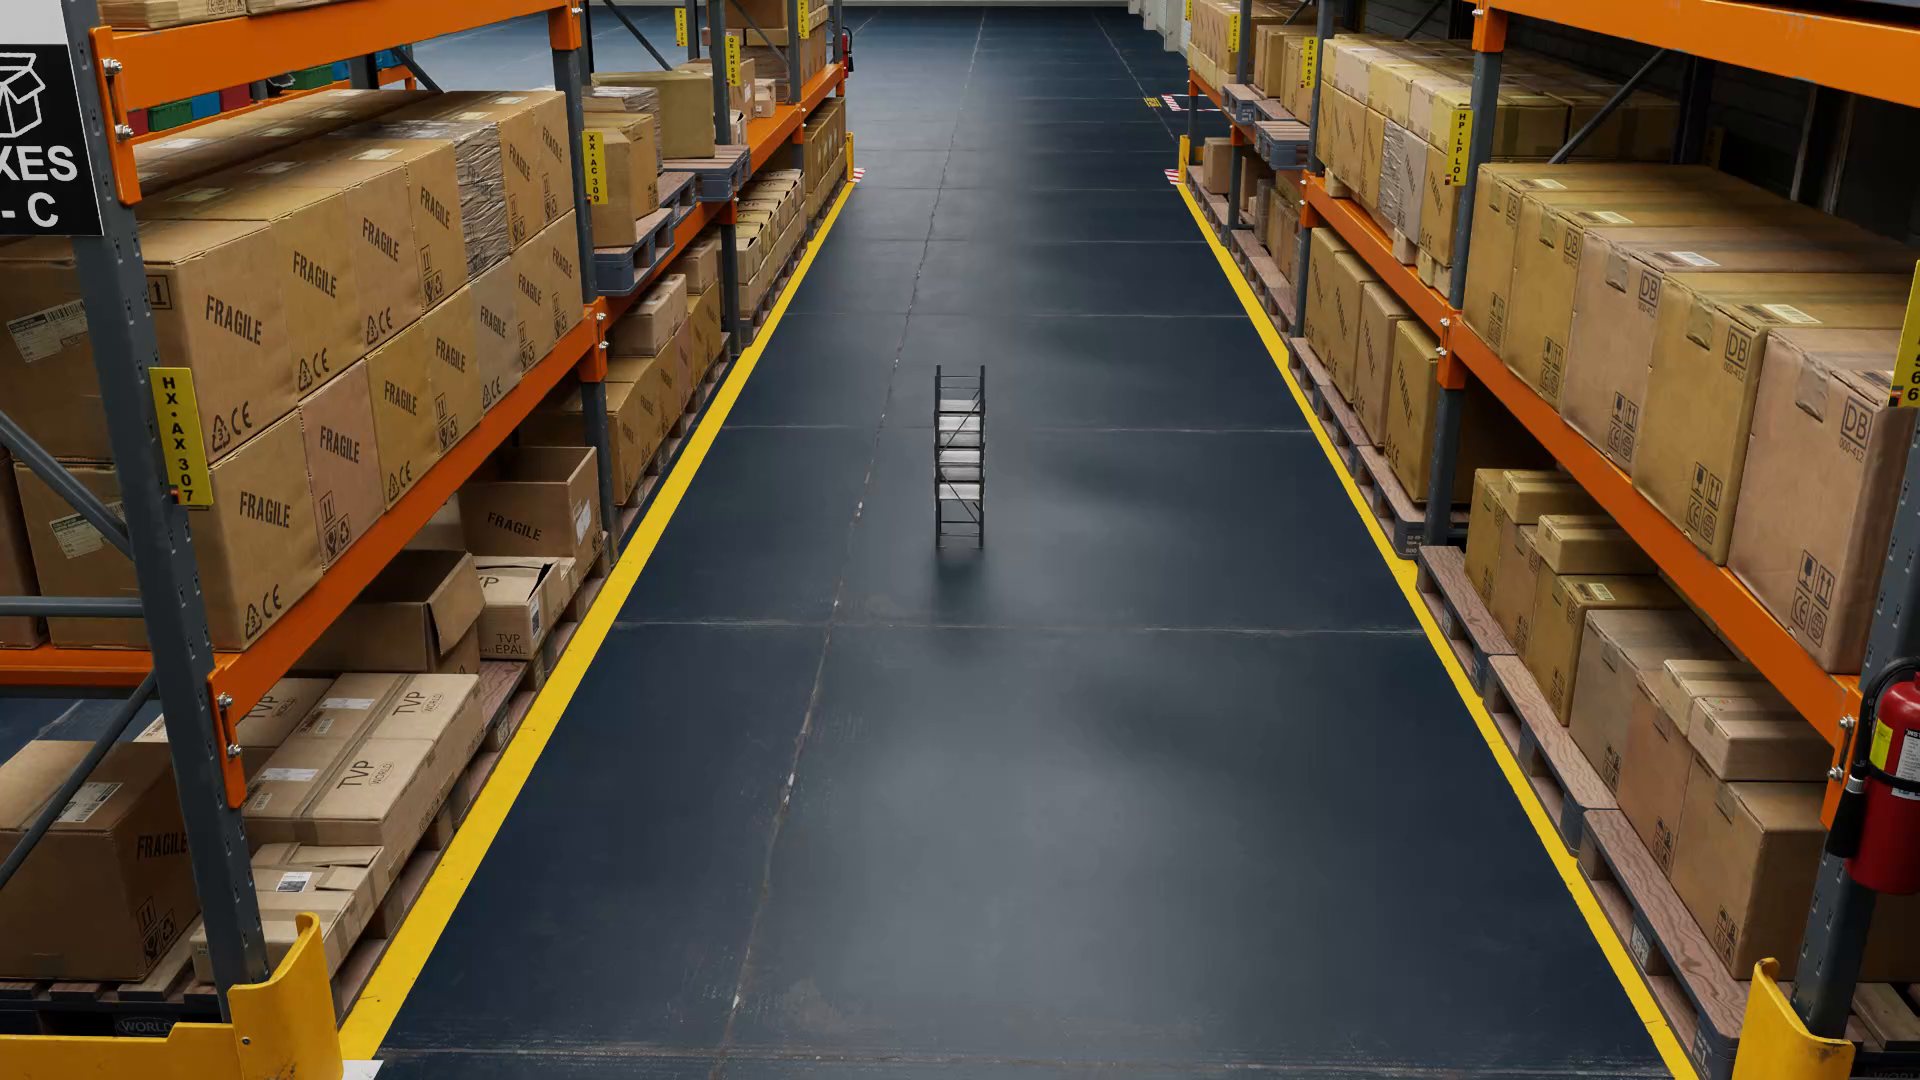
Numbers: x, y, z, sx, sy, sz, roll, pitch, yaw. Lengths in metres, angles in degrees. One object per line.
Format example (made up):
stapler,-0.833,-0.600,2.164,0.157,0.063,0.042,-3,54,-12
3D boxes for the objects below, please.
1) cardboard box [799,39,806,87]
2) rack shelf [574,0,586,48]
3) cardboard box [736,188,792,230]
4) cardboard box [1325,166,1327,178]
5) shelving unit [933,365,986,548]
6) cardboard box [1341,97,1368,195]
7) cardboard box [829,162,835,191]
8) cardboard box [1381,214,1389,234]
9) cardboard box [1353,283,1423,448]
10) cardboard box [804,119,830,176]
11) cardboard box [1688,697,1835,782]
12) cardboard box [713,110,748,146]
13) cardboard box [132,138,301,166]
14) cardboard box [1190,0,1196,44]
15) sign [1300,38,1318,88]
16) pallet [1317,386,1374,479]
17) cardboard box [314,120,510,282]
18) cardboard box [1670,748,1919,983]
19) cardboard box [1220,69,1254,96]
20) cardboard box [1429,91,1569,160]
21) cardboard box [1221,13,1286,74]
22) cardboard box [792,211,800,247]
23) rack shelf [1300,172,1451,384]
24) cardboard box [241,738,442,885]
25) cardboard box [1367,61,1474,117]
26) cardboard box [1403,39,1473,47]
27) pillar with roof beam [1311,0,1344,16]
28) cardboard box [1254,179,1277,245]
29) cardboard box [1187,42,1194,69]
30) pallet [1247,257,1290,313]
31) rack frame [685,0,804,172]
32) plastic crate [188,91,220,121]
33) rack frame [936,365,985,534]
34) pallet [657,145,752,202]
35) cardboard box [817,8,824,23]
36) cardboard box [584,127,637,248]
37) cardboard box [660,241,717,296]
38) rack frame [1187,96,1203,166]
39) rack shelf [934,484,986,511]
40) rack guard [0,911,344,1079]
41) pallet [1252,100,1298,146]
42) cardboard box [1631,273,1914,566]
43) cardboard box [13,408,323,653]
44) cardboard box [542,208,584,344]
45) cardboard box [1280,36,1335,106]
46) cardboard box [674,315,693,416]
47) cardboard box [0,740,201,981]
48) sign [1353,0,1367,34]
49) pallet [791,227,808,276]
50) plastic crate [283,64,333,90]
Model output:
cardboard box,-1.918,-4.754,16.497,0.700,0.500,0.500,1,21,2
rack shelf,-2.137,-3.069,9.138,1.077,0.370,4.000,1,21,2
cardboard box,-1.707,-2.832,14.127,0.500,0.311,0.500,1,21,1
cardboard box,2.634,-2.451,11.019,0.380,0.149,0.250,0,21,1
shelving unit,0.000,-0.417,8.359,0.258,0.900,0.210,1,21,2
cardboard box,2.564,-2.329,9.807,0.500,0.500,0.500,1,21,1
cardboard box,-1.587,-3.795,17.385,0.500,0.250,0.500,1,21,2
cardboard box,2.583,-1.802,9.345,0.380,0.149,0.250,1,21,3
cardboard box,2.668,-0.981,9.301,0.750,0.750,0.750,1,21,3
cardboard box,-1.597,-3.964,16.783,0.500,0.500,0.500,1,21,2
cardboard box,2.375,0.582,4.862,0.380,0.149,0.250,0,21,1
cardboard box,-1.855,-3.008,12.259,0.500,0.311,0.500,0,21,1
cardboard box,-2.539,-1.069,5.616,0.500,0.500,0.500,1,21,3
cardboard box,2.804,-5.688,18.184,0.500,0.500,0.500,1,21,2
sign,2.333,-3.181,11.089,0.100,0.325,0.005,1,21,2
pallet,2.736,-0.651,9.916,1.003,0.211,1.213,1,21,2
cardboard box,-1.983,-1.242,6.063,0.500,0.500,0.500,1,21,2
cardboard box,2.554,0.932,4.854,0.700,0.500,0.500,1,21,2
cardboard box,2.709,-4.236,15.479,0.500,0.250,0.500,1,21,2
cardboard box,2.512,-1.945,7.782,0.500,0.250,0.500,1,21,3
cardboard box,2.703,-4.585,15.342,0.500,0.500,0.500,1,21,1
cardboard box,-1.694,-2.753,14.698,0.500,0.250,0.500,0,21,1
rack shelf,2.815,-1.617,9.544,1.077,0.370,4.000,1,21,2
cardboard box,-2.004,0.866,5.342,0.500,0.250,0.500,1,21,2
cardboard box,2.568,-2.499,9.208,0.500,0.250,0.500,0,21,1
cardboard box,3.121,-3.053,10.637,0.500,0.250,0.500,1,21,3
pillar with roof beam,-0.341,-8.150,17.093,9.100,9.000,0.400,1,21,2
cardboard box,2.991,-2.895,14.691,0.700,0.500,0.500,1,21,3
cardboard box,2.787,-5.334,18.310,0.500,0.250,0.500,0,21,0
pallet,2.941,-2.098,13.644,1.003,0.211,1.213,1,21,2
rack frame,-1.954,-4.175,15.142,1.000,3.000,0.127,1,21,2
plastic crate,-6.628,-3.821,14.252,0.392,0.384,0.575,1,21,2
rack frame,0.003,-0.453,8.453,0.240,0.900,0.006,1,21,2
pallet,-2.026,-2.393,10.816,1.213,0.211,1.003,1,21,2
cardboard box,-1.668,-5.643,17.890,0.380,0.149,0.250,0,21,1
cardboard box,-1.960,-1.694,8.028,0.700,0.500,0.500,-7,22,-17
cardboard box,-1.867,-1.757,10.721,0.500,0.250,0.500,1,21,4
rack frame,3.119,-5.568,18.732,1.000,3.000,0.127,1,21,2
rack shelf,0.000,-0.218,8.436,0.258,0.077,0.200,1,21,2
rack guard,-2.317,1.302,4.483,1.175,0.500,0.348,1,21,2
pallet,2.895,-3.302,13.158,1.003,0.211,1.213,1,21,2
cardboard box,2.649,-0.370,4.922,0.980,0.700,0.700,0,21,1
cardboard box,-2.042,-0.040,4.348,0.500,0.500,0.500,1,21,3
cardboard box,-1.956,-1.145,7.196,0.500,0.500,0.500,1,21,3
cardboard box,2.935,-3.749,13.299,0.700,0.500,0.500,4,21,9
cardboard box,-1.896,-1.051,9.938,0.500,0.500,0.500,0,21,0
cardboard box,-2.549,0.925,4.846,0.500,0.500,0.500,1,21,2
sign,3.552,-4.657,14.783,0.100,0.325,0.005,1,21,2
pallet,-1.938,-2.608,14.959,1.003,0.211,1.213,1,21,2
plastic crate,-6.582,-4.620,16.581,0.450,0.188,0.662,1,21,2
